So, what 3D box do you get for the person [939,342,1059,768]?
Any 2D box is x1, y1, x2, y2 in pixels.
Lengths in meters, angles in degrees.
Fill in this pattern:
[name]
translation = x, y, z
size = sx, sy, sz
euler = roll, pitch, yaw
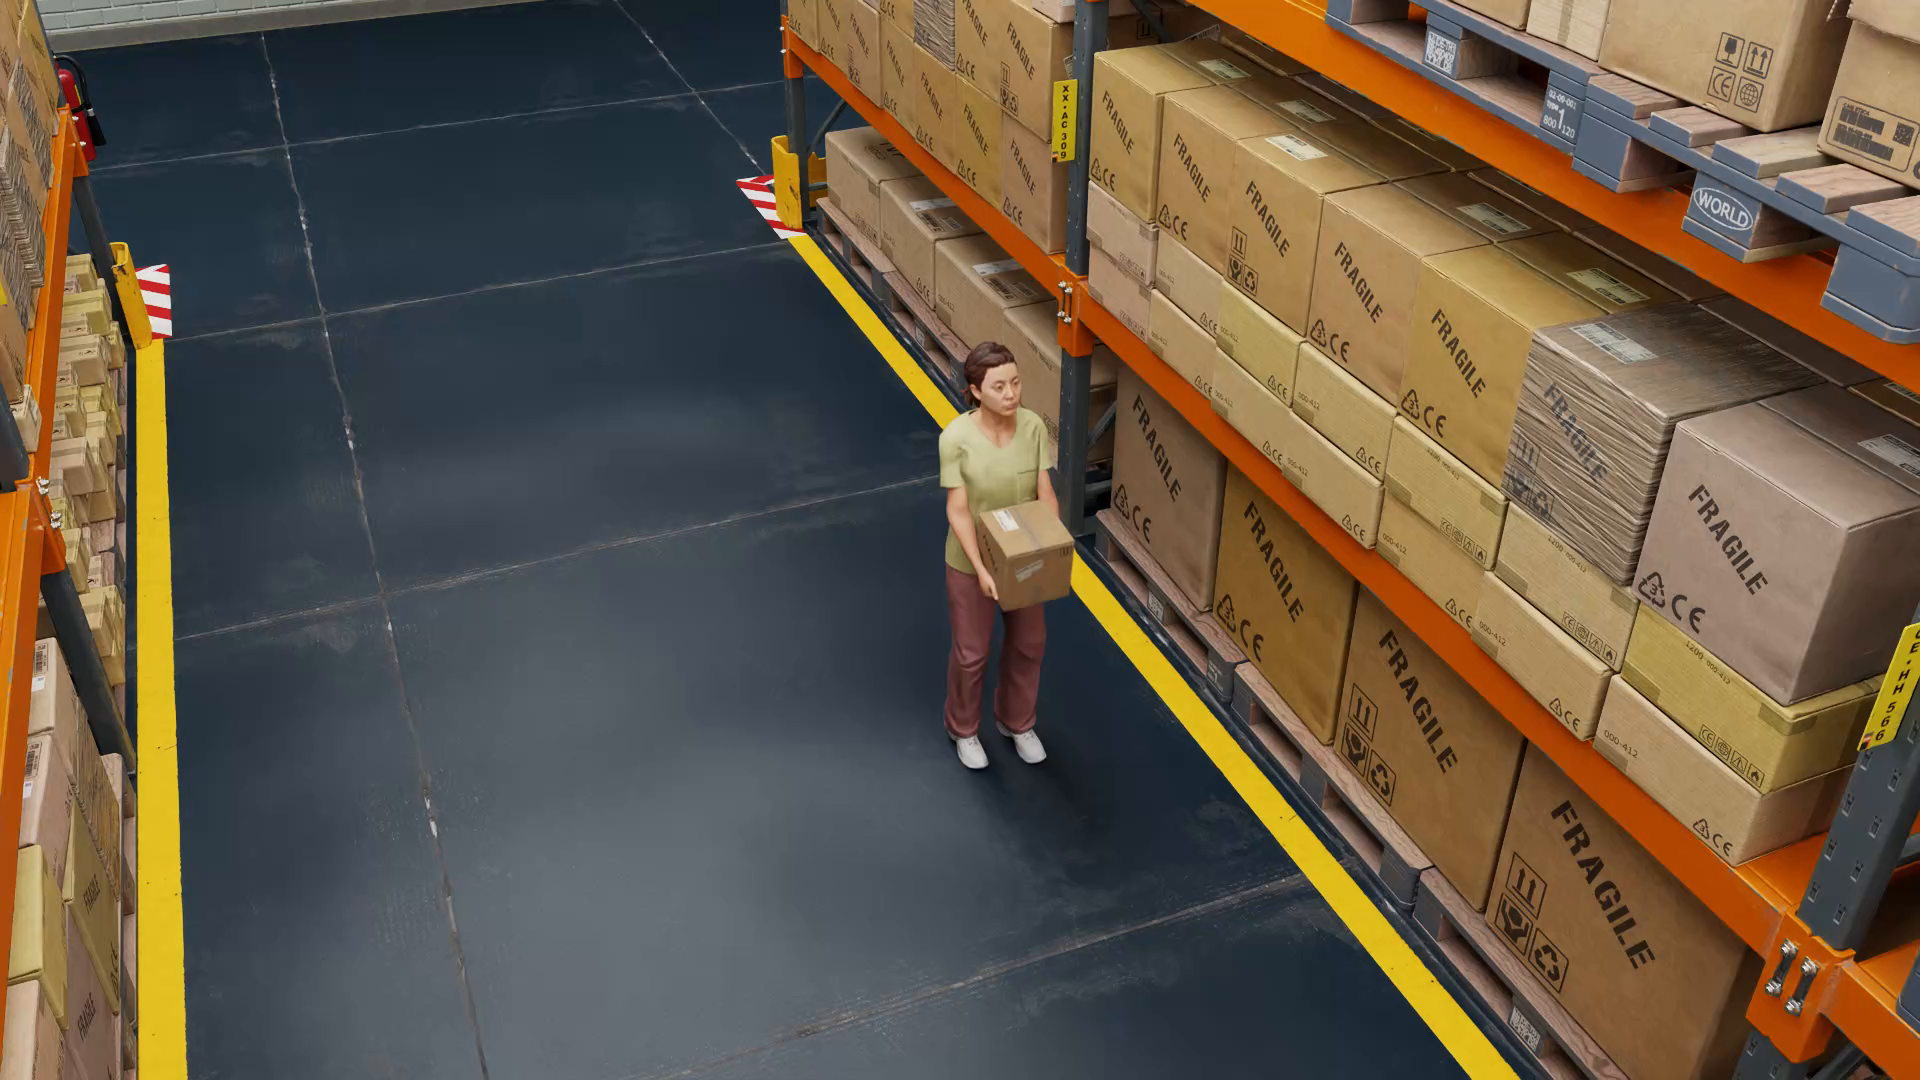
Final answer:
[person]
translation = 0.153, 0.101, 6.001
size = 0.426, 1.662, 0.554
euler = -13, 36, -19
